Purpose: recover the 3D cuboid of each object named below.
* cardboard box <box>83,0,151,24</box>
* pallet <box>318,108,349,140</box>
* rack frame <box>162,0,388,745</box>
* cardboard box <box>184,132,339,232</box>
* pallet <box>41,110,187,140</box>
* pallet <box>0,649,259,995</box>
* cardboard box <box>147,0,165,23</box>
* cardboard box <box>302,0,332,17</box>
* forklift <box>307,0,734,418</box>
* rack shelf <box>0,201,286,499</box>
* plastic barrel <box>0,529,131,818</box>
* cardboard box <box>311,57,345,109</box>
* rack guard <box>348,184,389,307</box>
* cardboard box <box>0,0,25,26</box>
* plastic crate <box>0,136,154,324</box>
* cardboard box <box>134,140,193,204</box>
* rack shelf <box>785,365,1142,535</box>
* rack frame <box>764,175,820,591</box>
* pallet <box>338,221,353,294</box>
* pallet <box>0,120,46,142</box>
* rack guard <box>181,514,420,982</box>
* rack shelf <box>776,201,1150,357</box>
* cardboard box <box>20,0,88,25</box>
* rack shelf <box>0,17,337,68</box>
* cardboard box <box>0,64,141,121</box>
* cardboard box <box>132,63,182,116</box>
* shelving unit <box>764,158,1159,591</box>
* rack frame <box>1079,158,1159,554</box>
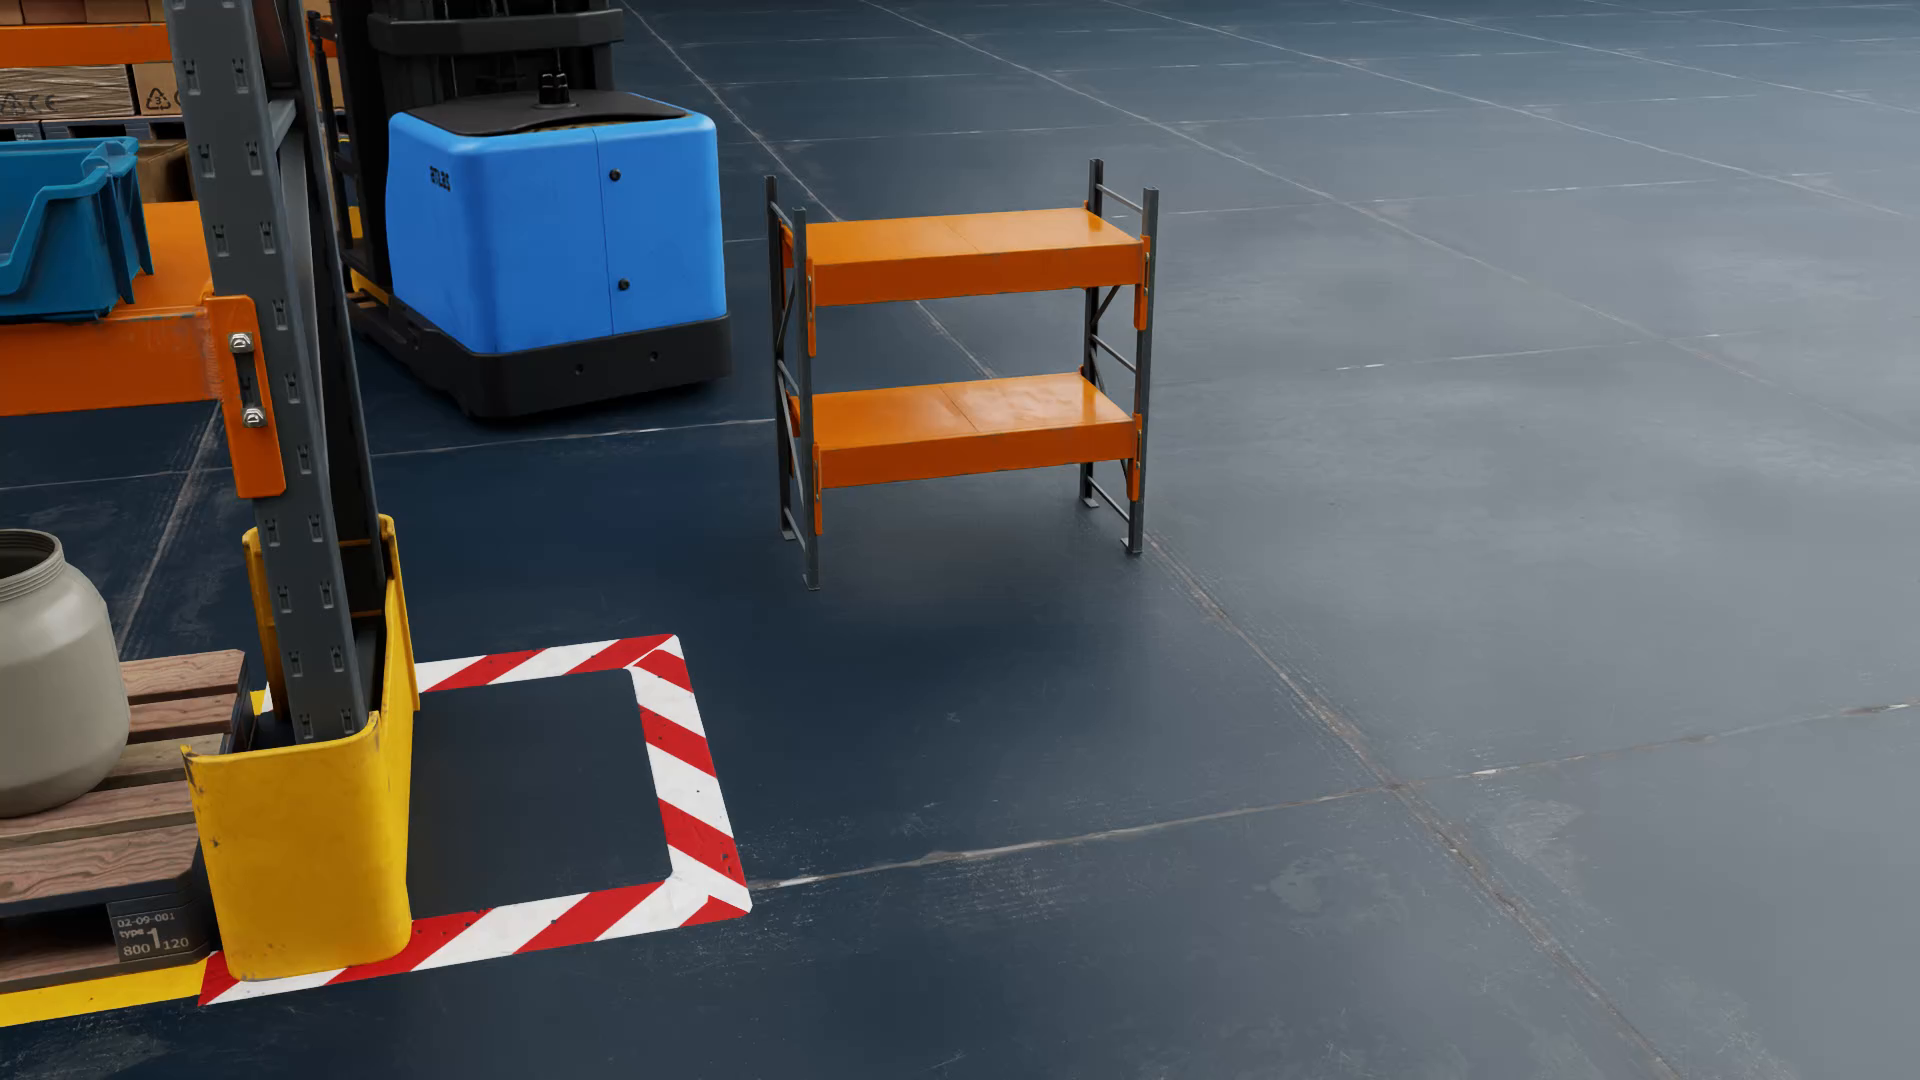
[{"bbox_3d":[-3.629,-2.340,7.217,0.250,0.149,0.380,-6,24,-14],"label":"cardboard box"},{"bbox_3d":[-4.689,-3.155,12.335,1.213,0.211,1.003,-6,24,-14],"label":"pallet"},{"bbox_3d":[-1.360,-0.777,3.256,0.127,3.000,1.000,-6,24,-14],"label":"rack frame"},{"bbox_3d":[-3.304,-1.641,7.909,0.500,0.500,0.500,-2,23,-5],"label":"cardboard box"},{"bbox_3d":[-5.862,-3.026,12.035,1.213,0.211,1.003,-6,24,-14],"label":"pallet"},{"bbox_3d":[-2.204,0.615,3.549,1.213,0.211,1.003,-6,24,-14],"label":"pallet"},{"bbox_3d":[-3.385,-2.360,7.266,0.250,0.149,0.380,-6,24,-14],"label":"cardboard box"},{"bbox_3d":[-2.917,-2.433,7.435,0.250,0.149,0.380,-6,24,-14],"label":"cardboard box"},{"bbox_3d":[-2.138,-2.322,6.946,1.130,2.935,3.031,-15,27,-31],"label":"forklift"},{"bbox_3d":[-3.286,-0.233,2.902,4.000,0.370,1.077,-6,24,-14],"label":"rack shelf"},{"bbox_3d":[-1.973,0.273,3.433,0.421,0.512,0.421,0,23,0],"label":"plastic barrel"},{"bbox_3d":[-4.576,-3.670,12.162,0.875,0.875,0.875,-6,24,-14],"label":"cardboard box"},{"bbox_3d":[-2.771,-1.500,8.113,0.348,0.500,1.175,-6,24,-14],"label":"rack guard"},{"bbox_3d":[-4.116,-2.294,7.110,0.250,0.149,0.380,-6,24,-14],"label":"cardboard box"},{"bbox_3d":[-1.761,-0.542,2.897,0.616,0.251,0.499,-6,24,-14],"label":"plastic crate"},{"bbox_3d":[-3.870,-1.565,7.730,0.500,0.500,0.500,0,23,0],"label":"cardboard box"},{"bbox_3d":[-0.007,-0.292,5.123,1.000,0.278,0.538,-6,24,-14],"label":"rack shelf"},{"bbox_3d":[-0.496,-0.462,4.900,0.032,1.125,0.500,-6,24,-14],"label":"rack frame"},{"bbox_3d":[-3.563,-1.295,7.999,1.213,0.211,1.003,-6,24,-14],"label":"pallet"},{"bbox_3d":[-7.039,-2.895,11.729,1.213,0.211,1.003,-6,24,-14],"label":"pallet"},{"bbox_3d":[-1.421,0.398,3.689,0.348,0.500,1.175,-6,24,-14],"label":"rack guard"},{"bbox_3d":[-0.007,-0.785,4.911,1.000,0.278,0.538,-6,24,-14],"label":"rack shelf"},{"bbox_3d":[-3.881,-2.329,7.192,0.250,0.149,0.380,-6,24,-14],"label":"cardboard box"},{"bbox_3d":[-4.624,-2.114,7.284,4.000,0.370,1.077,-6,24,-14],"label":"rack shelf"},{"bbox_3d":[-6.301,-3.479,11.717,0.875,0.875,0.875,-6,24,-14],"label":"cardboard box"},{"bbox_3d":[-5.422,-3.576,11.942,0.875,0.875,0.875,-7,24,-15],"label":"cardboard box"},{"bbox_3d":[-0.007,-0.516,5.027,1.048,1.125,0.538,-6,24,-14],"label":"shelving unit"},{"bbox_3d":[0.483,-0.570,5.153,0.032,1.125,0.500,-6,24,-14],"label":"rack frame"}]
